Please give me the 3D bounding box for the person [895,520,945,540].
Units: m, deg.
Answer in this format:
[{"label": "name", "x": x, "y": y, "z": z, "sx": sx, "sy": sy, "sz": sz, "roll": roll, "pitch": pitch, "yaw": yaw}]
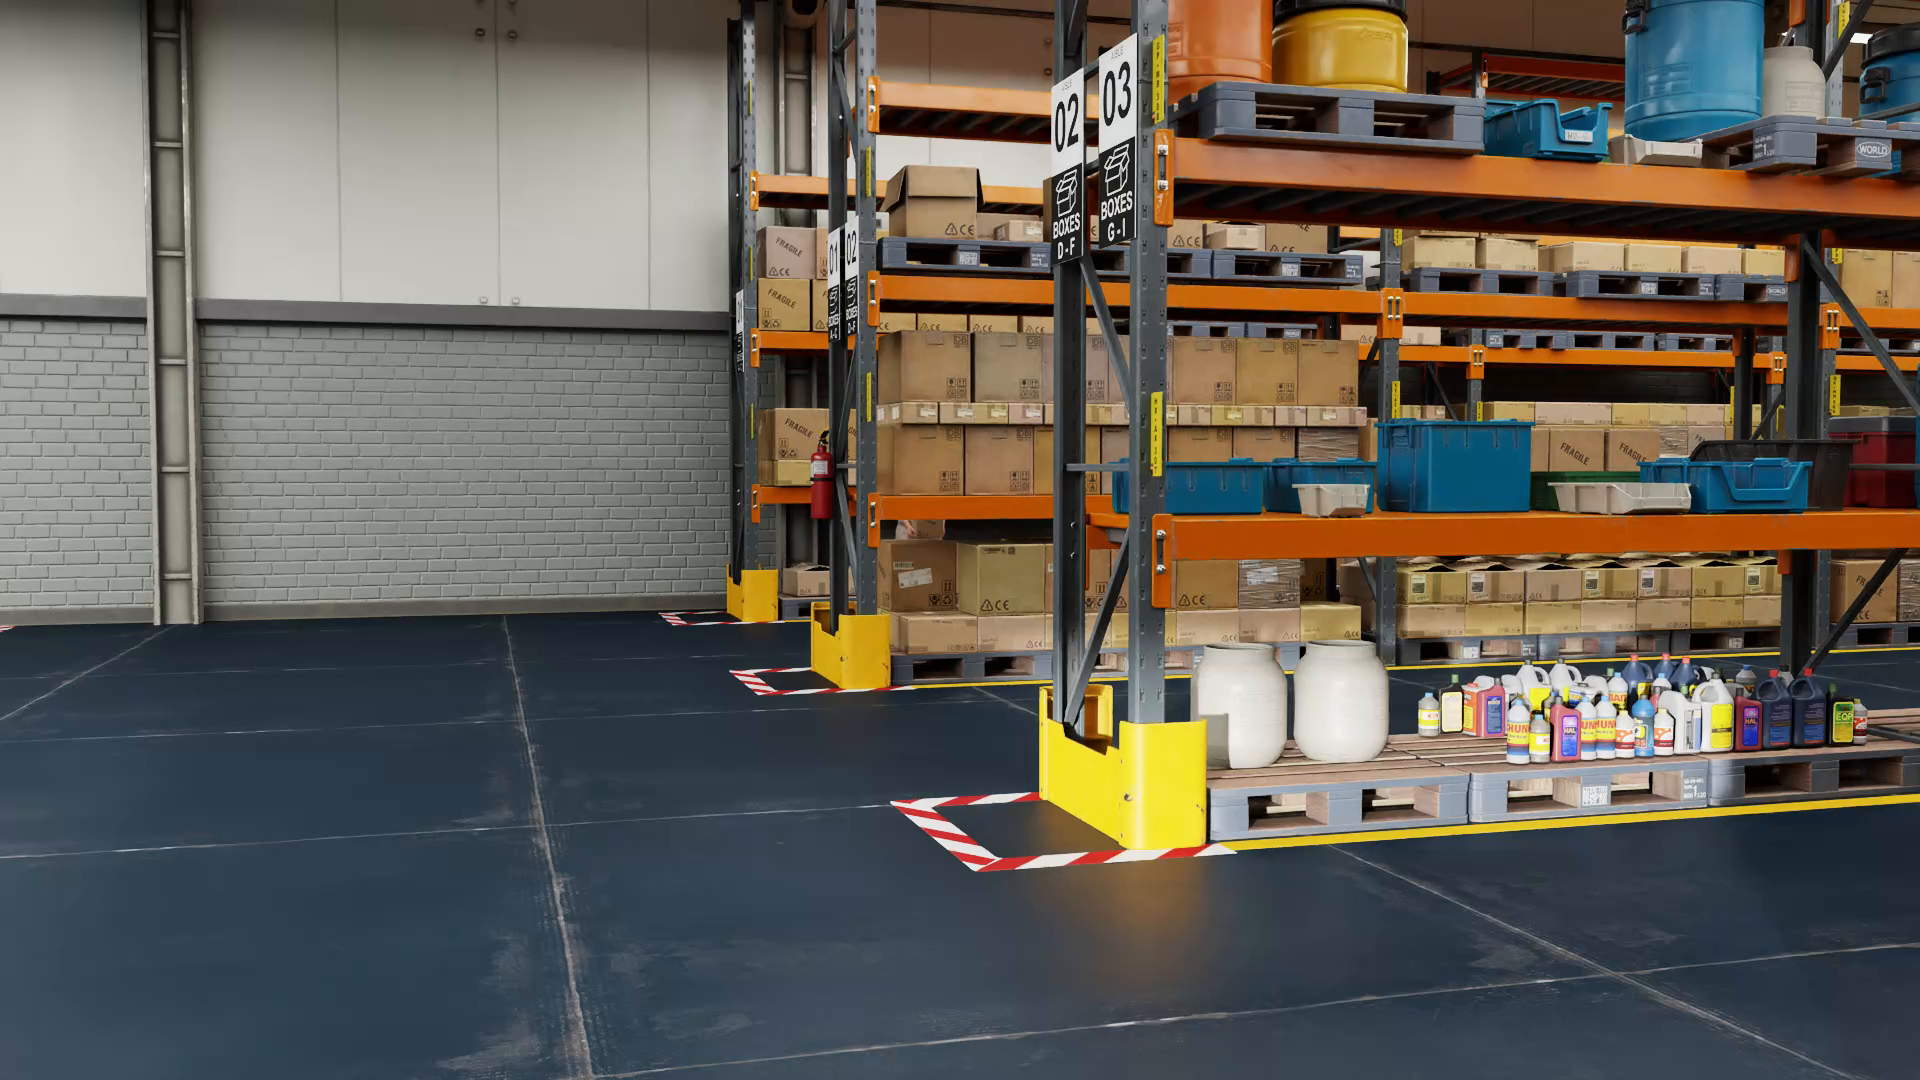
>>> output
[{"label": "person", "x": -0.330, "y": -0.014, "z": 14.879, "sx": 0.494, "sy": 1.713, "sz": 0.536, "roll": -1, "pitch": 3, "yaw": -16}]
